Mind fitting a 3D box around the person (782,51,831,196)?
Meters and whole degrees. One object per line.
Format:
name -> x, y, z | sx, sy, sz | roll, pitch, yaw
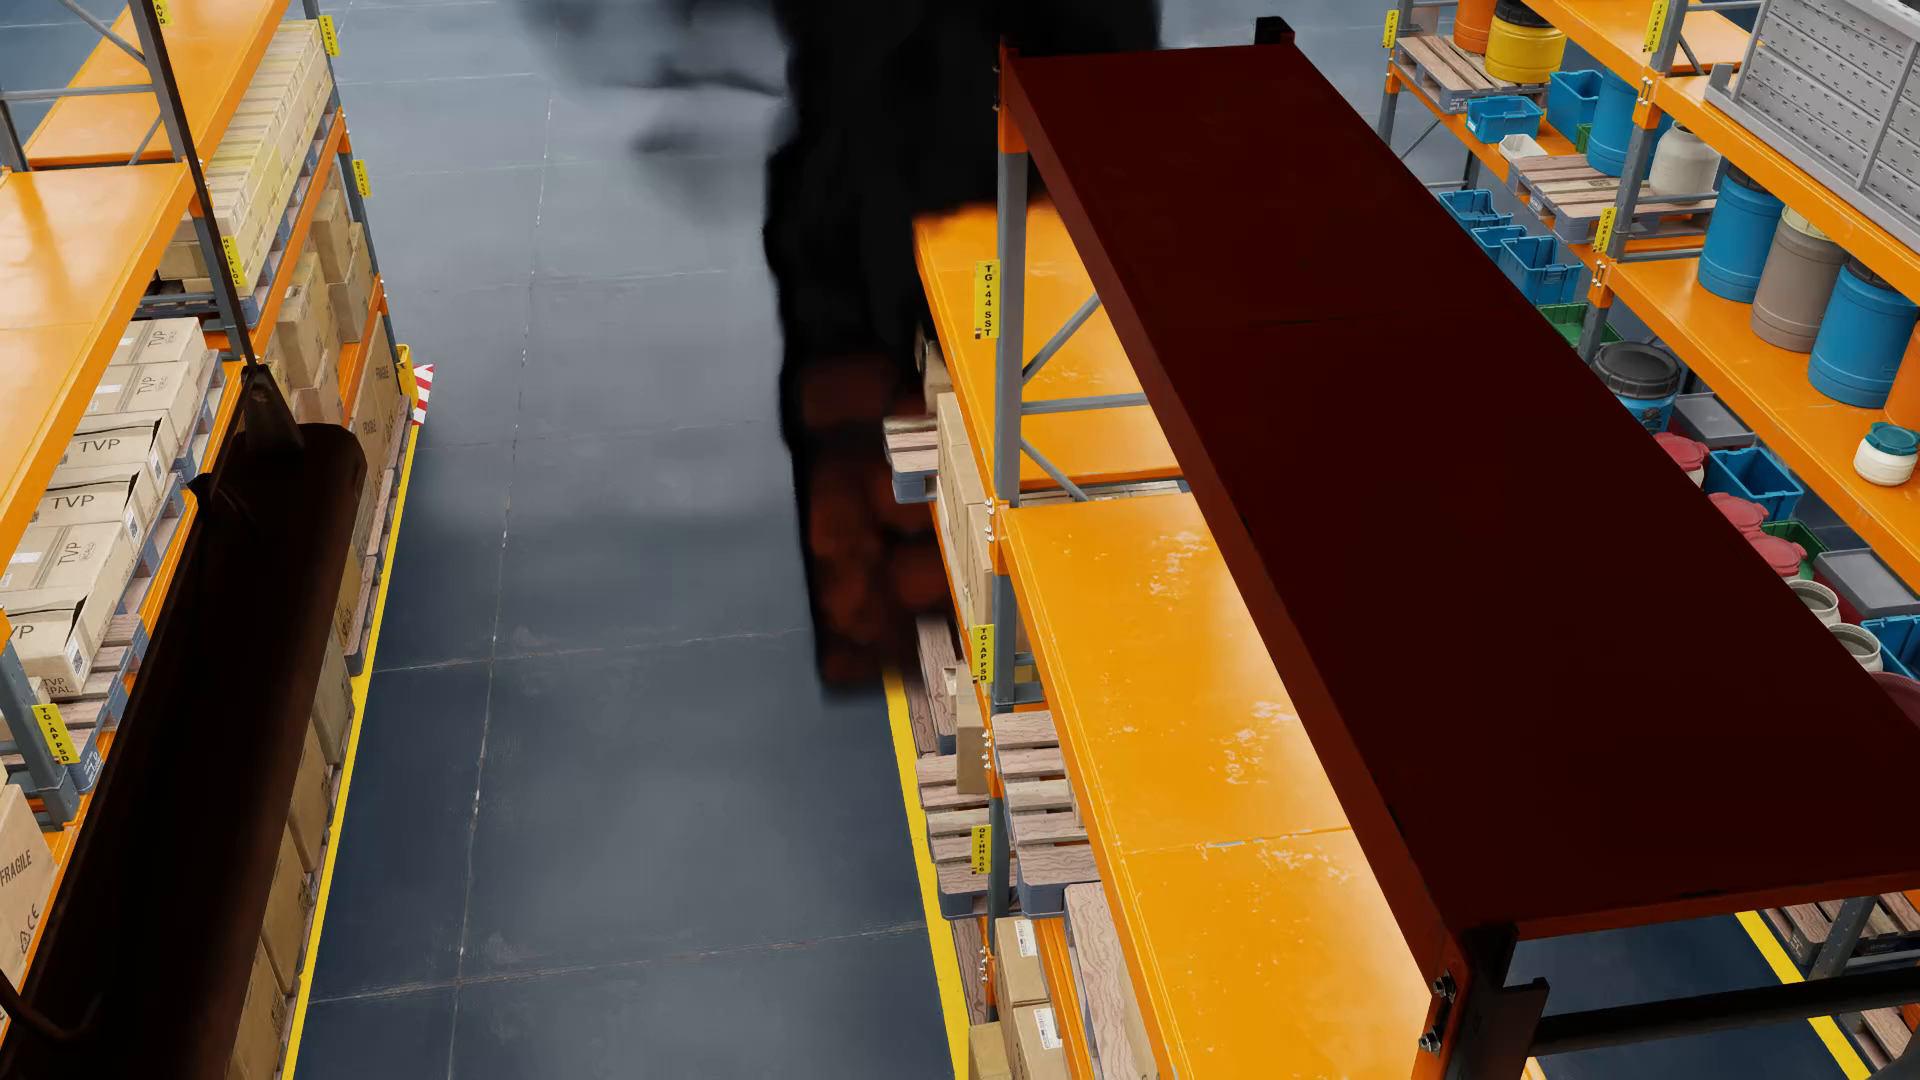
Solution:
person -> -1.521, -4.510, 18.210 | 1.027, 1.723, 0.642 | 17, 40, 22
